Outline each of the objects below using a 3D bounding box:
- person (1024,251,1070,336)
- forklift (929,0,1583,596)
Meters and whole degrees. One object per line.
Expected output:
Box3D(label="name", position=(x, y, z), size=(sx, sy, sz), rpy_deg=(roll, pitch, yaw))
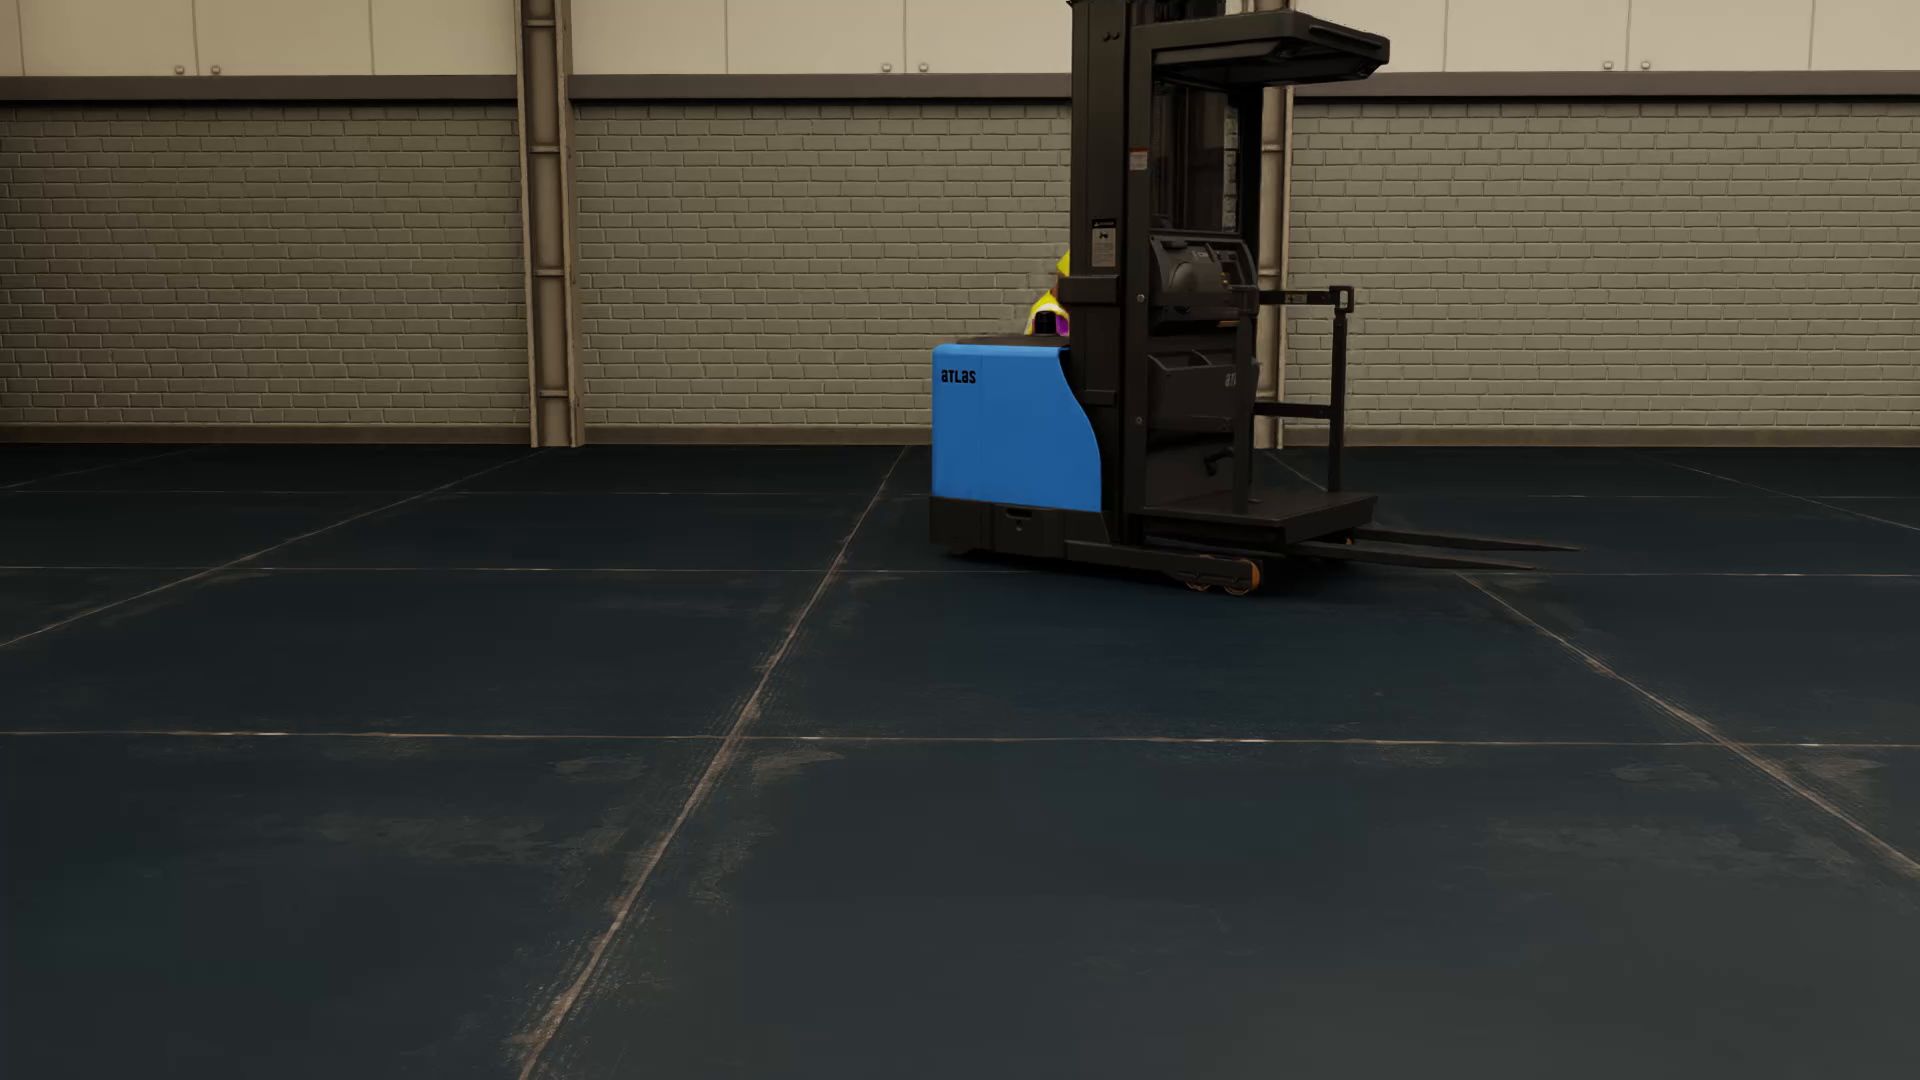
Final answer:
Box3D(label="person", position=(0.750, -0.825, 9.195), size=(0.791, 1.525, 1.007), rpy_deg=(3, 9, 20))
Box3D(label="forklift", position=(1.325, -1.291, 7.746), size=(3.031, 2.935, 1.130), rpy_deg=(7, 11, 37))
